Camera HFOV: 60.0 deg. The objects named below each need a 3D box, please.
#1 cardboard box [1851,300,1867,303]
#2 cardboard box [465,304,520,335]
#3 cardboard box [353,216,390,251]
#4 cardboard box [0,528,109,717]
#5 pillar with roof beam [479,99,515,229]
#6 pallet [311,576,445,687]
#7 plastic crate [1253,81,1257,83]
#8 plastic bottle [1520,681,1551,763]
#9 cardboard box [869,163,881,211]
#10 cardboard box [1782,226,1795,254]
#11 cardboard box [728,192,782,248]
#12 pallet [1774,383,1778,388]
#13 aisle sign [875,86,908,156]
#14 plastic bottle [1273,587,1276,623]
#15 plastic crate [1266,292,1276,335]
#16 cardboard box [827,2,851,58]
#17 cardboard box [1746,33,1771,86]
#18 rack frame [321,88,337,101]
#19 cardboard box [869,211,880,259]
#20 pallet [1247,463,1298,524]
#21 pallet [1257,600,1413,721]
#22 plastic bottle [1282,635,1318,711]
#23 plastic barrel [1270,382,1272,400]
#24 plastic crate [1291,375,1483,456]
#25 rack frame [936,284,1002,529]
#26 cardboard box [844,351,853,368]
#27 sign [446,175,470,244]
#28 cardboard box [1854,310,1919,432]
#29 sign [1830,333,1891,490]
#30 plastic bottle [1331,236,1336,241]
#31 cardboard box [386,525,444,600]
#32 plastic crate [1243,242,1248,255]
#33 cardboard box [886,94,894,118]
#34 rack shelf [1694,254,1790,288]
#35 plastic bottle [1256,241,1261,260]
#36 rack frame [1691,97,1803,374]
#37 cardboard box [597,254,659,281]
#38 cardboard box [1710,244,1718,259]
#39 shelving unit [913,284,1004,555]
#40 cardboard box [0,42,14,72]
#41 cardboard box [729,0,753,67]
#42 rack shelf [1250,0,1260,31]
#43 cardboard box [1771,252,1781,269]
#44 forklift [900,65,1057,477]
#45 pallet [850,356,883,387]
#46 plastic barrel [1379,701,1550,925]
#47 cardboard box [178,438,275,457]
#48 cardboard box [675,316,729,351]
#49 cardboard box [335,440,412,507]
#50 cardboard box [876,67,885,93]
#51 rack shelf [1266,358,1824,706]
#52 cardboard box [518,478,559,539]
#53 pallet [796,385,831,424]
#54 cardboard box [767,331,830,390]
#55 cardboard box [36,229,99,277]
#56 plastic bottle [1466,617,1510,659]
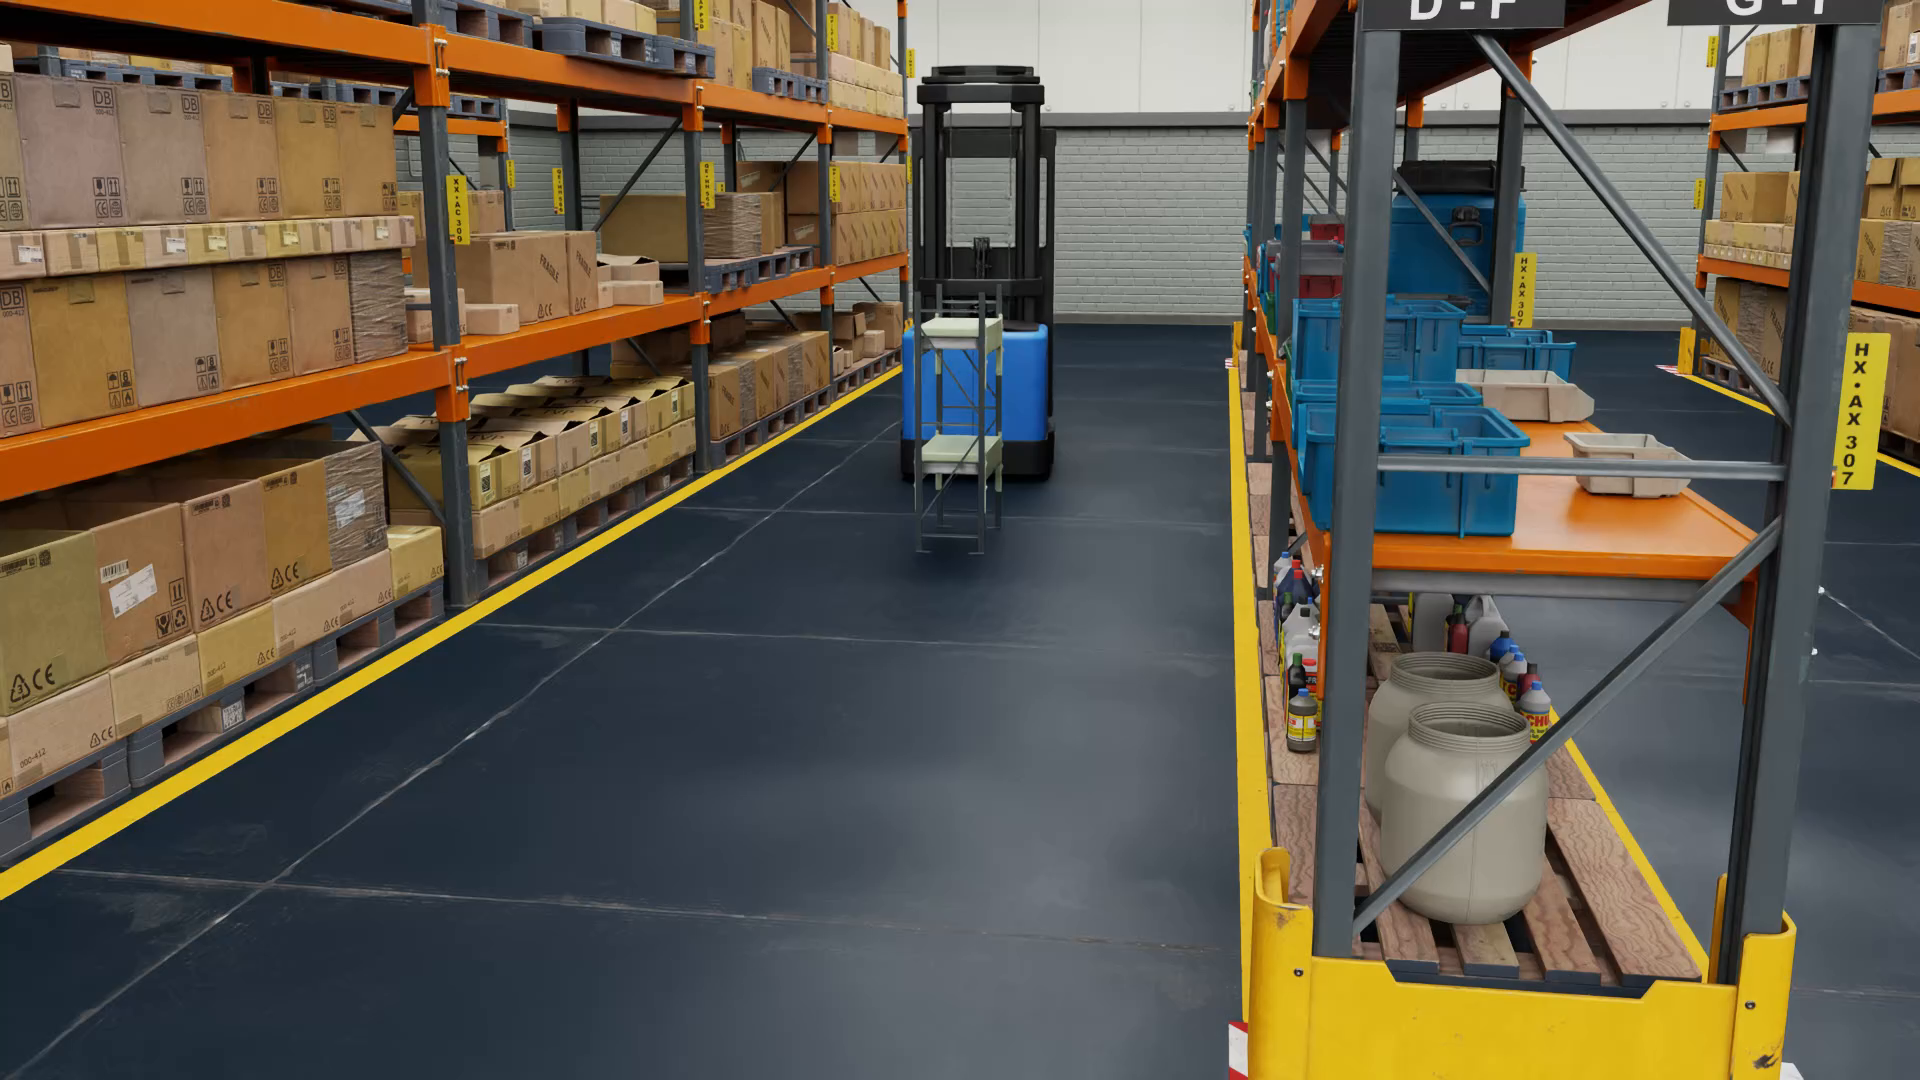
[{"bbox_3d":[8.236,-1.789,15.219,0.875,0.875,0.875,2,12,9],"label":"cardboard box"},{"bbox_3d":[-2.624,-1.199,9.031,0.380,0.149,0.250,2,12,9],"label":"cardboard box"},{"bbox_3d":[-2.833,-1.395,7.567,0.380,0.149,0.250,2,12,7],"label":"cardboard box"},{"bbox_3d":[-3.201,0.253,5.450,0.500,0.500,0.500,2,12,9],"label":"cardboard box"},{"bbox_3d":[-2.198,-7.185,21.971,9.100,9.000,0.400,2,12,9],"label":"pillar with roof beam"},{"bbox_3d":[-3.126,0.384,7.711,1.003,0.211,1.213,2,12,9],"label":"pallet"},{"bbox_3d":[2.986,-4.232,15.788,0.416,0.233,0.300,2,12,9],"label":"plastic crate"},{"bbox_3d":[1.903,0.602,5.513,0.097,0.271,0.097,0,12,0],"label":"plastic bottle"},{"bbox_3d":[-1.145,-3.757,17.698,0.500,0.500,0.500,2,12,10],"label":"cardboard box"},{"bbox_3d":[7.941,-2.767,15.365,0.500,0.250,0.500,2,12,10],"label":"cardboard box"},{"bbox_3d":[-2.026,-2.972,15.428,0.700,0.500,0.500,-2,12,-10],"label":"cardboard box"},{"bbox_3d":[8.250,-1.280,15.431,1.003,0.211,1.213,2,12,9],"label":"pallet"},{"bbox_3d":[-0.804,-4.917,19.517,0.394,0.787,0.004,2,12,9],"label":"aisle sign"},{"bbox_3d":[1.418,0.265,7.241,0.097,0.201,0.097,0,12,0],"label":"plastic bottle"},{"bbox_3d":[1.920,-1.250,9.178,0.450,0.188,0.662,2,12,9],"label":"plastic crate"},{"bbox_3d":[-1.478,-5.015,16.412,0.700,0.500,0.500,2,12,9],"label":"cardboard box"},{"bbox_3d":[8.438,-4.866,16.861,0.700,0.500,0.500,1,12,7],"label":"cardboard box"},{"bbox_3d":[-6.628,-2.969,16.648,1.000,3.000,0.127,2,12,9],"label":"rack frame"},{"bbox_3d":[-1.153,-3.272,17.817,0.500,0.500,0.500,2,12,8],"label":"cardboard box"},{"bbox_3d":[2.389,-0.292,10.846,1.003,0.211,1.213,2,12,9],"label":"pallet"},{"bbox_3d":[1.787,0.519,7.083,1.003,0.211,1.213,2,12,9],"label":"pallet"},{"bbox_3d":[1.252,0.490,6.021,0.152,0.276,0.135,2,12,7],"label":"plastic bottle"},{"bbox_3d":[2.952,-1.567,14.129,0.600,0.901,0.708,2,12,9],"label":"plastic barrel"},{"bbox_3d":[1.203,-0.326,4.738,0.499,0.251,0.408,2,12,9],"label":"plastic crate"},{"bbox_3d":[0.055,-0.808,10.182,0.400,1.500,0.023,2,12,9],"label":"rack frame"},{"bbox_3d":[-1.331,-1.900,17.369,0.380,0.166,0.250,2,12,9],"label":"cardboard box"},{"bbox_3d":[-2.414,-1.588,7.998,0.100,0.325,0.005,2,12,9],"label":"sign"},{"bbox_3d":[7.840,-1.334,13.109,1.225,0.875,0.875,1,12,7],"label":"cardboard box"},{"bbox_3d":[1.859,-0.266,3.451,0.100,0.325,0.005,2,12,9],"label":"sign"},{"bbox_3d":[3.201,-2.426,14.248,0.144,0.351,0.185,2,12,9],"label":"plastic bottle"},{"bbox_3d":[-2.818,0.099,7.944,0.500,0.250,0.500,2,12,9],"label":"cardboard box"},{"bbox_3d":[3.178,-3.135,17.902,0.250,0.136,0.298,2,12,9],"label":"plastic crate"},{"bbox_3d":[-1.023,-4.815,18.453,0.500,0.250,0.500,2,12,9],"label":"cardboard box"},{"bbox_3d":[8.363,-2.552,16.422,1.077,0.370,4.000,2,12,9],"label":"rack shelf"},{"bbox_3d":[2.684,-2.528,14.881,0.061,0.283,0.133,2,12,9],"label":"plastic bottle"},{"bbox_3d":[8.671,-3.320,18.278,1.000,3.000,0.127,2,12,9],"label":"rack frame"},{"bbox_3d":[-2.447,-1.858,11.708,0.500,0.311,0.500,3,12,12],"label":"cardboard box"},{"bbox_3d":[8.252,-3.080,17.763,0.380,0.149,0.250,2,12,8],"label":"cardboard box"},{"bbox_3d":[-0.001,-0.732,9.829,0.431,1.500,0.755,2,12,9],"label":"shelving unit"},{"bbox_3d":[-7.087,-3.410,11.740,0.500,0.311,0.500,2,12,9],"label":"cardboard box"},{"bbox_3d":[-2.085,-4.198,13.761,0.600,0.600,0.600,1,12,6],"label":"cardboard box"},{"bbox_3d":[3.469,-5.449,16.576,1.077,0.370,4.000,2,12,9],"label":"rack shelf"},{"bbox_3d":[7.937,-2.653,15.778,0.380,0.149,0.250,2,12,10],"label":"cardboard box"},{"bbox_3d":[0.195,-2.149,13.008,1.130,2.935,3.031,1,12,4],"label":"forklift"},{"bbox_3d":[-1.441,-1.843,18.046,1.003,0.211,1.213,2,12,9],"label":"pallet"},{"bbox_3d":[1.342,0.722,4.433,0.421,0.512,0.421,0,12,0],"label":"plastic barrel"},{"bbox_3d":[-3.413,-0.181,7.461,0.500,0.500,0.500,2,12,9],"label":"cardboard box"},{"bbox_3d":[-2.278,-1.763,14.164,0.500,0.250,0.500,2,12,8],"label":"cardboard box"},{"bbox_3d":[-3.184,-0.372,8.800,0.500,0.311,0.500,2,12,9],"label":"cardboard box"},{"bbox_3d":[-1.102,-4.956,17.918,0.500,0.250,0.500,2,12,9],"label":"cardboard box"},{"bbox_3d":[1.623,-0.214,5.575,1.077,0.370,4.000,2,12,9],"label":"rack shelf"},{"bbox_3d":[-2.576,-0.187,9.271,0.500,0.250,0.500,2,12,10],"label":"cardboard box"},{"bbox_3d":[-1.820,-1.275,15.409,1.003,0.211,1.213,2,12,9],"label":"pallet"},{"bbox_3d":[-1.525,-1.690,15.604,0.500,0.500,0.500,2,12,8],"label":"cardboard box"},{"bbox_3d":[-3.148,-0.967,5.581,0.380,0.149,0.250,1,12,7],"label":"cardboard box"},{"bbox_3d":[2.009,0.418,6.353,0.152,0.276,0.135,2,12,10],"label":"plastic bottle"}]
